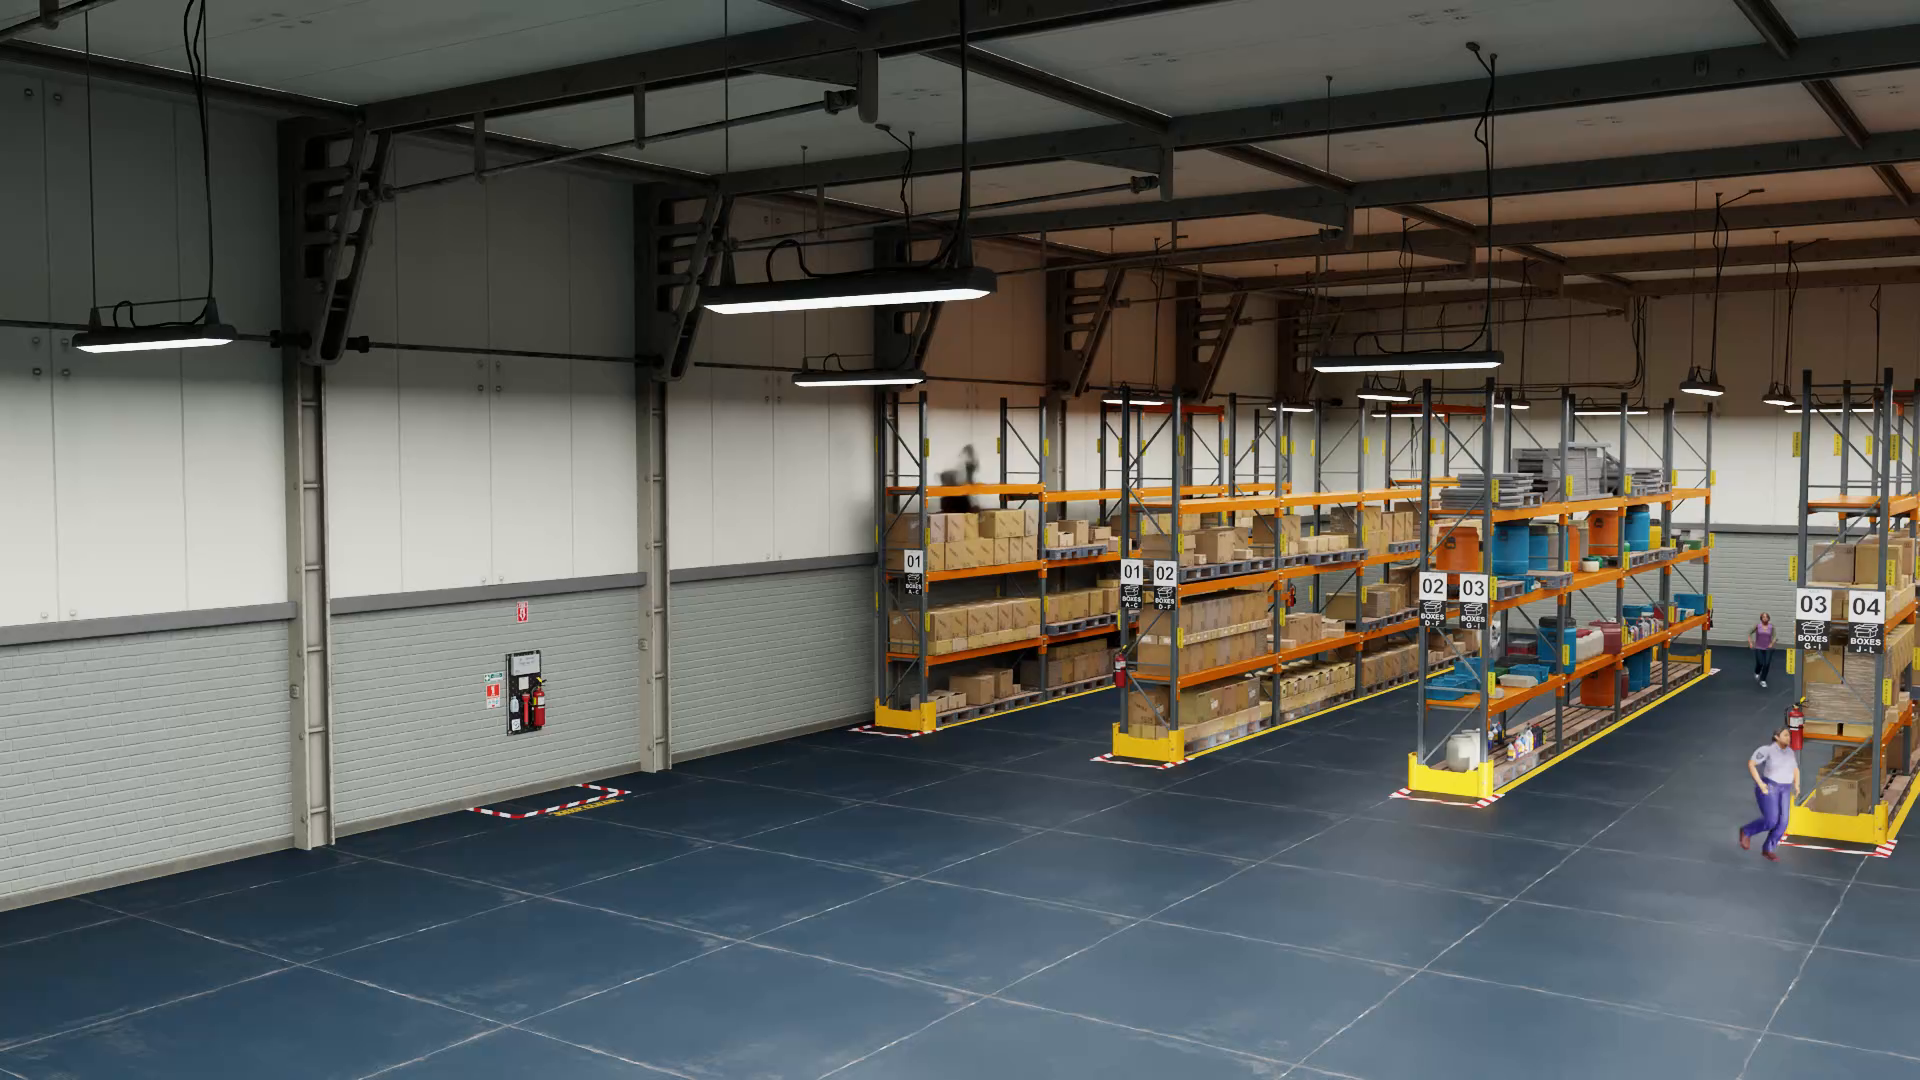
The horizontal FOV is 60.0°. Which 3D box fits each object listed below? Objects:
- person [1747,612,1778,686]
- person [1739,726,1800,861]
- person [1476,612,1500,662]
[{"bbox_3d":[16.820,2.291,34.848,0.567,1.563,0.559,1,3,20],"label":"person"},{"bbox_3d":[9.989,3.083,20.406,0.669,1.608,0.528,-1,3,-17],"label":"person"},{"bbox_3d":[11.098,2.253,34.781,0.641,1.677,0.854,2,4,33],"label":"person"}]
